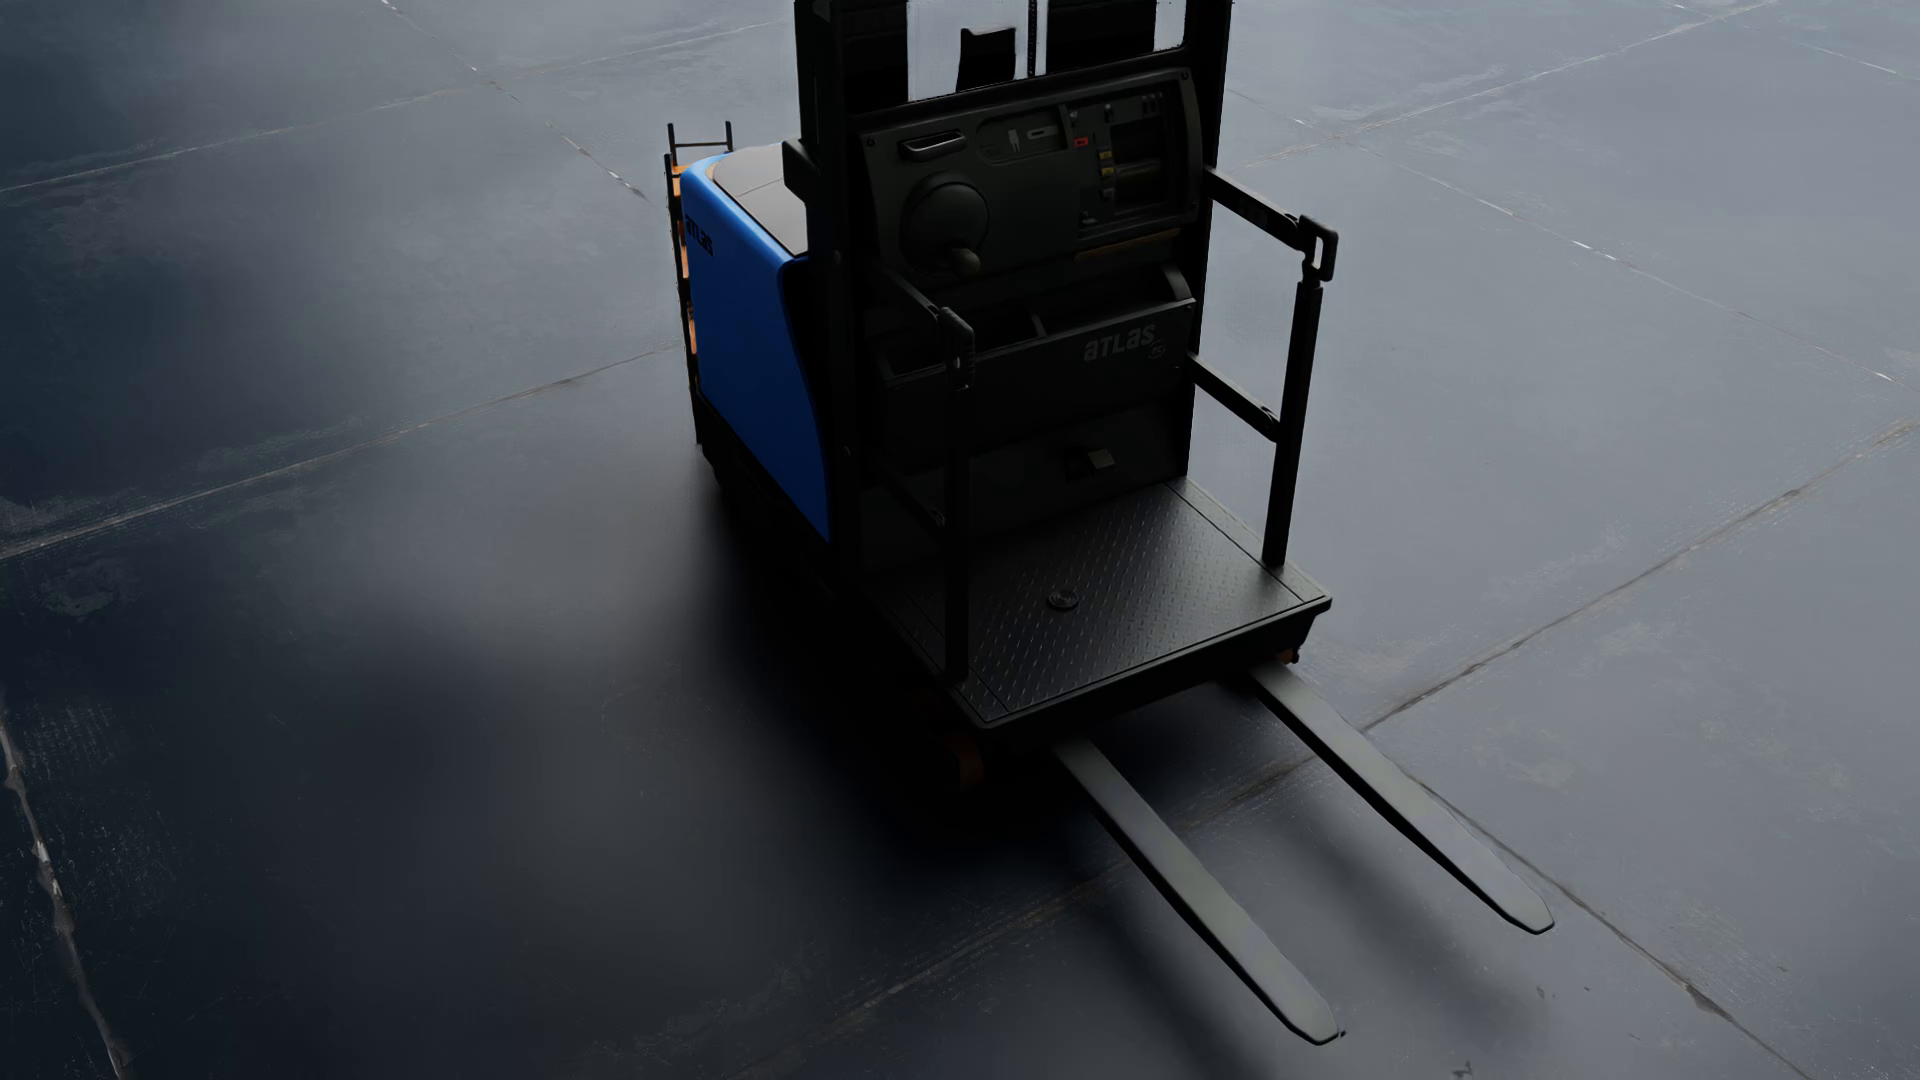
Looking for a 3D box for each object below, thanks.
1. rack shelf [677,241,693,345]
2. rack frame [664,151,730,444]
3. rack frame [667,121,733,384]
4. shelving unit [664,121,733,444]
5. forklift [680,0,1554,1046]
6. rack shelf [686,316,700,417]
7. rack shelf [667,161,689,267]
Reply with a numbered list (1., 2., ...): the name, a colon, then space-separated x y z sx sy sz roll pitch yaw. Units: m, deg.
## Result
1. rack shelf: -0.817 -0.825 5.515 0.215 0.259 0.240 -4 36 -4
2. rack frame: -0.806 -0.763 5.410 0.200 1.050 0.008 -4 36 -4
3. rack frame: -0.829 -0.904 5.607 0.200 1.050 0.008 -4 36 -4
4. shelving unit: -0.817 -0.834 5.509 0.215 1.050 0.252 -4 36 -4
5. forklift: 0.296 -0.836 3.903 1.130 2.935 3.031 -18 39 -23
6. rack shelf: -0.816 -0.599 5.677 0.215 0.259 0.240 -4 36 -4
7. rack shelf: -0.819 -1.055 5.349 0.215 0.259 0.240 -4 36 -4
